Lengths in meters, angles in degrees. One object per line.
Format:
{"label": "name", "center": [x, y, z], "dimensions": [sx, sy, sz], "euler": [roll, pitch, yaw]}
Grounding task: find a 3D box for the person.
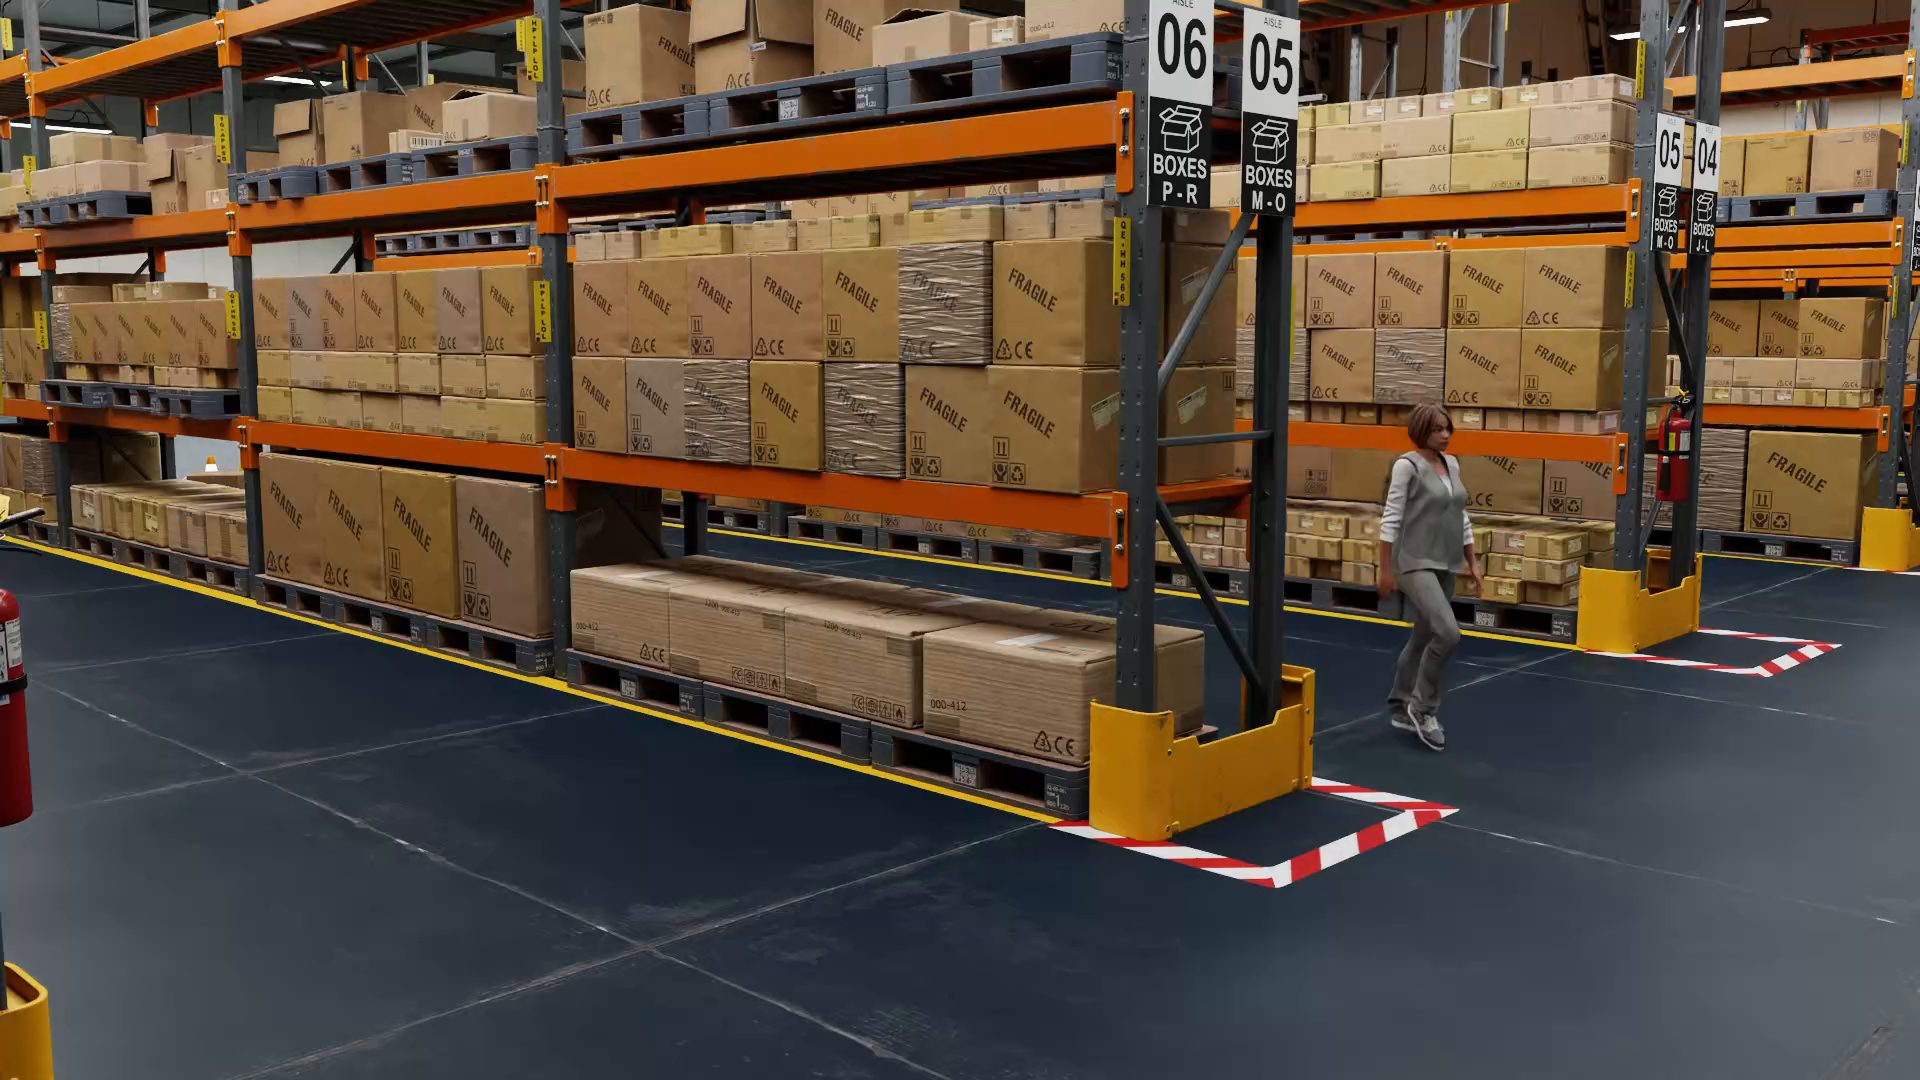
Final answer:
{"label": "person", "center": [2.188, 0.162, 7.751], "dimensions": [0.459, 1.612, 0.508], "euler": [-5, 9, -36]}
